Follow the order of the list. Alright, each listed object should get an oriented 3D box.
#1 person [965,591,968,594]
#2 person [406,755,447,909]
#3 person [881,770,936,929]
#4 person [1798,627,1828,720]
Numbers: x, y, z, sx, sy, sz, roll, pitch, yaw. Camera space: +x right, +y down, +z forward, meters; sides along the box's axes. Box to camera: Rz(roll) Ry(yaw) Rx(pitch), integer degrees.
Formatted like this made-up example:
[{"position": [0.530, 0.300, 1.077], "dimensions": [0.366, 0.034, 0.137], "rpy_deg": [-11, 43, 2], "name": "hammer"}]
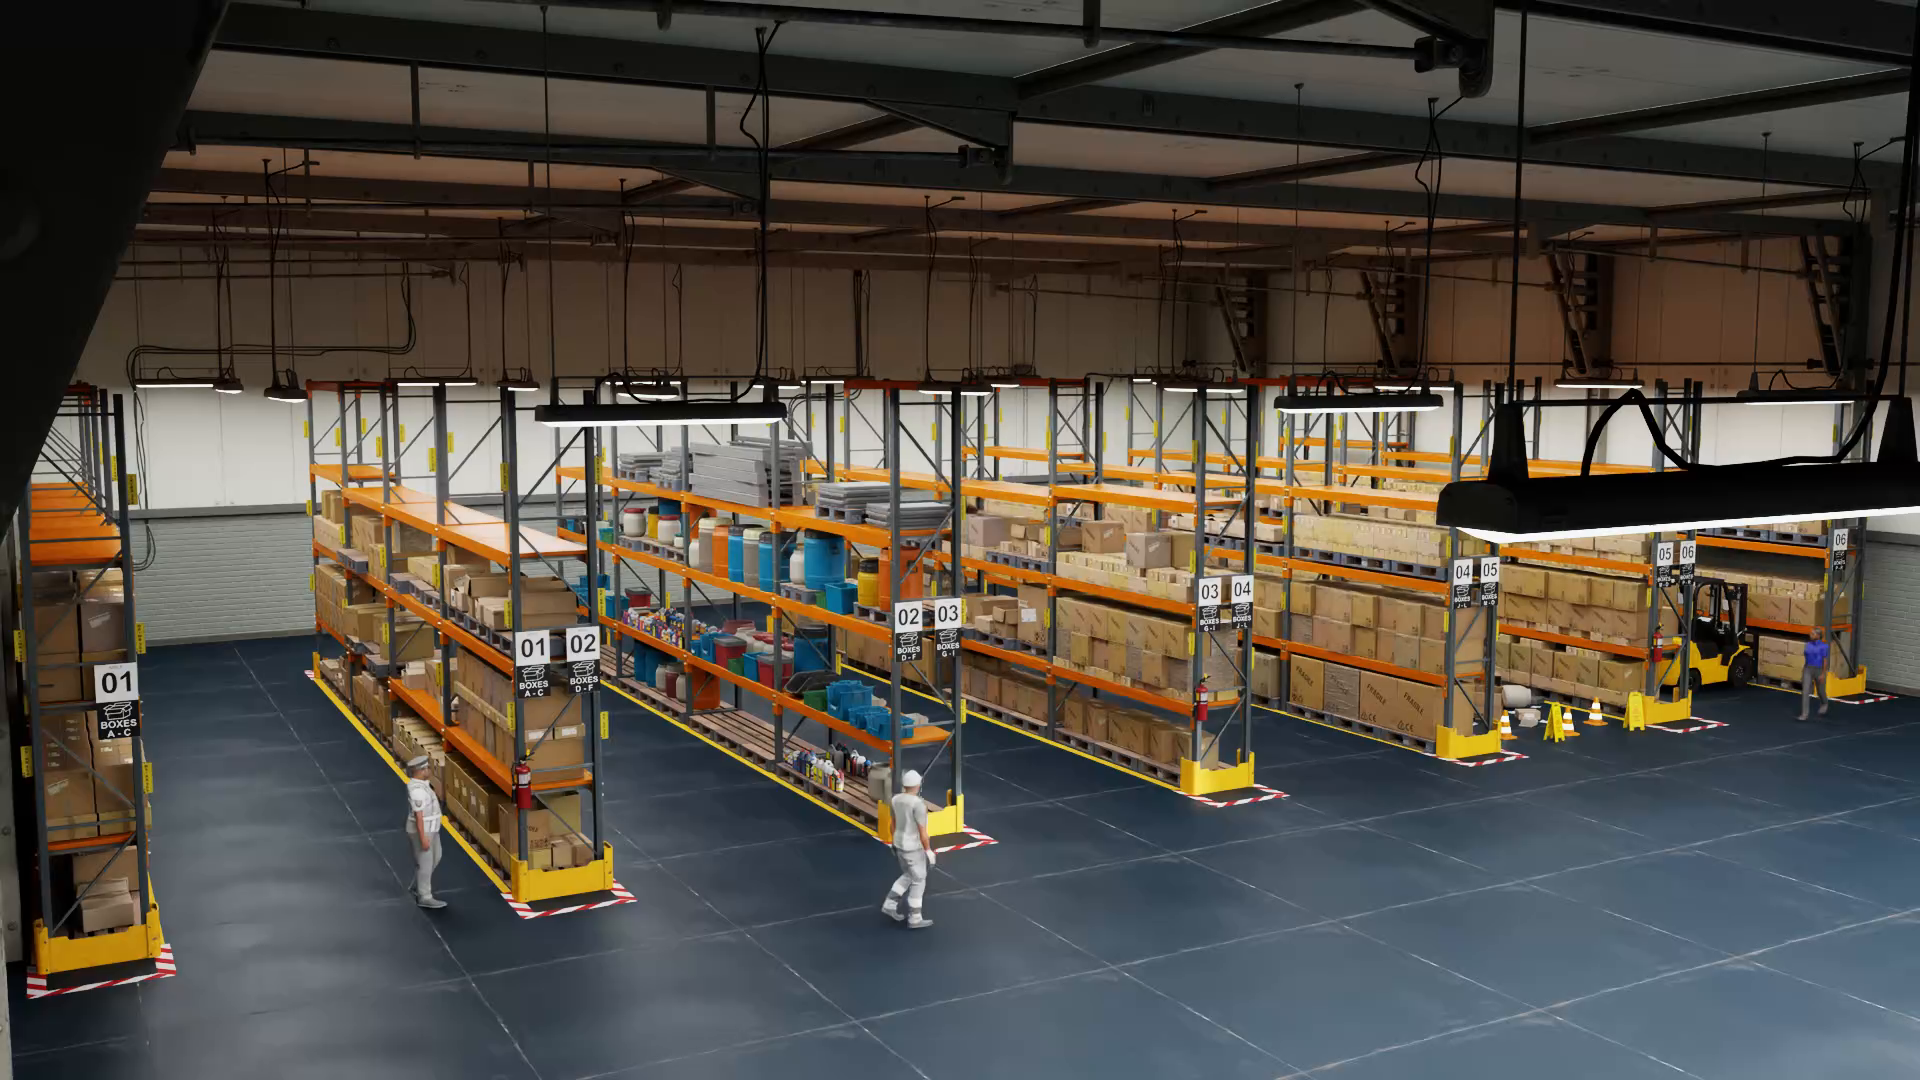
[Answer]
[{"position": [-0.011, 1.647, 36.304], "dimensions": [0.542, 1.648, 0.957], "rpy_deg": [-3, 7, -23], "name": "person"}, {"position": [-6.260, 3.404, 19.430], "dimensions": [0.499, 1.795, 0.601], "rpy_deg": [-1, 6, -7], "name": "person"}, {"position": [-0.547, 3.467, 18.676], "dimensions": [0.464, 1.789, 0.624], "rpy_deg": [-4, 7, -30], "name": "person"}, {"position": [15.241, 2.371, 29.638], "dimensions": [0.415, 1.614, 0.851], "rpy_deg": [5, 8, 40], "name": "person"}]
